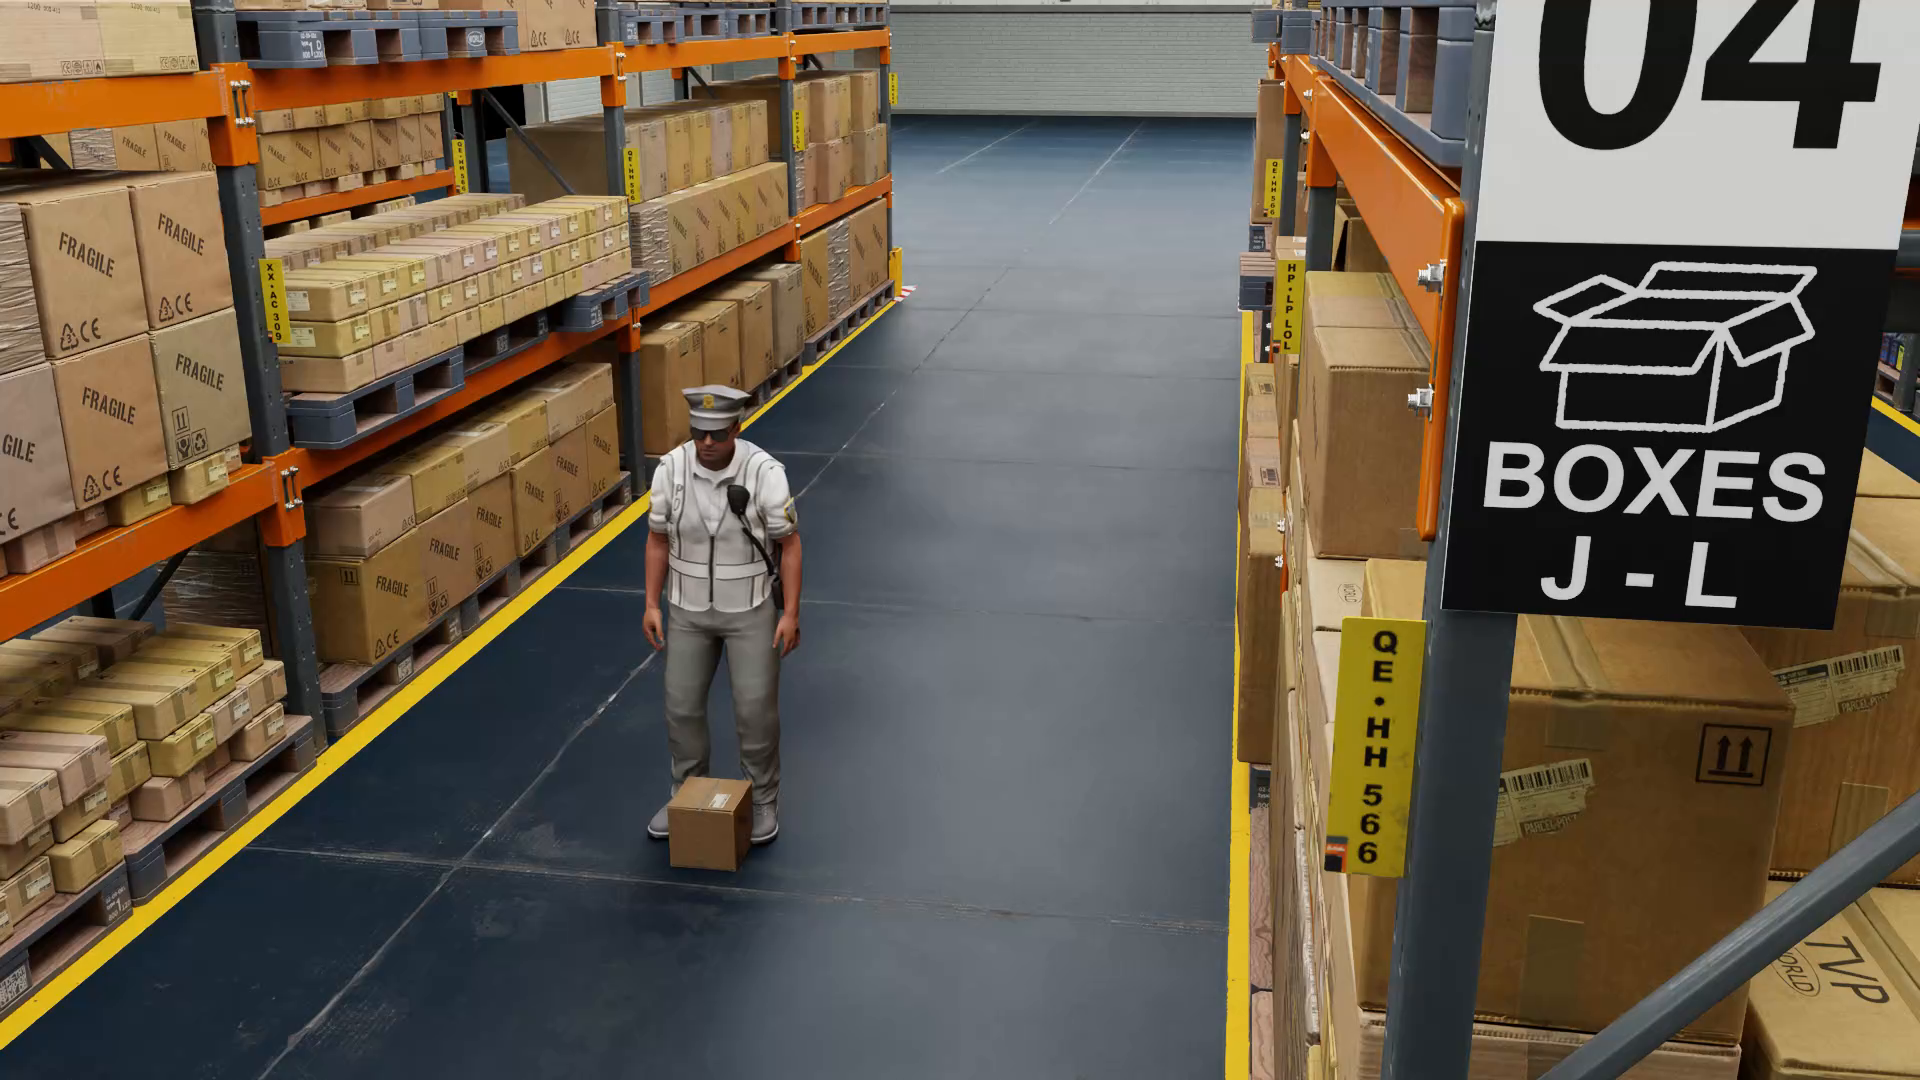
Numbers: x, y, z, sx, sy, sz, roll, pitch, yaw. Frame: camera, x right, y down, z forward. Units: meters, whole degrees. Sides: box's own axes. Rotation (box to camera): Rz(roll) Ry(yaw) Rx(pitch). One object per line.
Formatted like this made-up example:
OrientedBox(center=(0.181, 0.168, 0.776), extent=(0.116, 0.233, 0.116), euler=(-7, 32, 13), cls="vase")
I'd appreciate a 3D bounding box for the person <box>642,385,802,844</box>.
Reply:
OrientedBox(center=(-0.883, 0.260, 6.228), extent=(0.600, 1.749, 0.429), euler=(2, 18, 7), cls="person")
